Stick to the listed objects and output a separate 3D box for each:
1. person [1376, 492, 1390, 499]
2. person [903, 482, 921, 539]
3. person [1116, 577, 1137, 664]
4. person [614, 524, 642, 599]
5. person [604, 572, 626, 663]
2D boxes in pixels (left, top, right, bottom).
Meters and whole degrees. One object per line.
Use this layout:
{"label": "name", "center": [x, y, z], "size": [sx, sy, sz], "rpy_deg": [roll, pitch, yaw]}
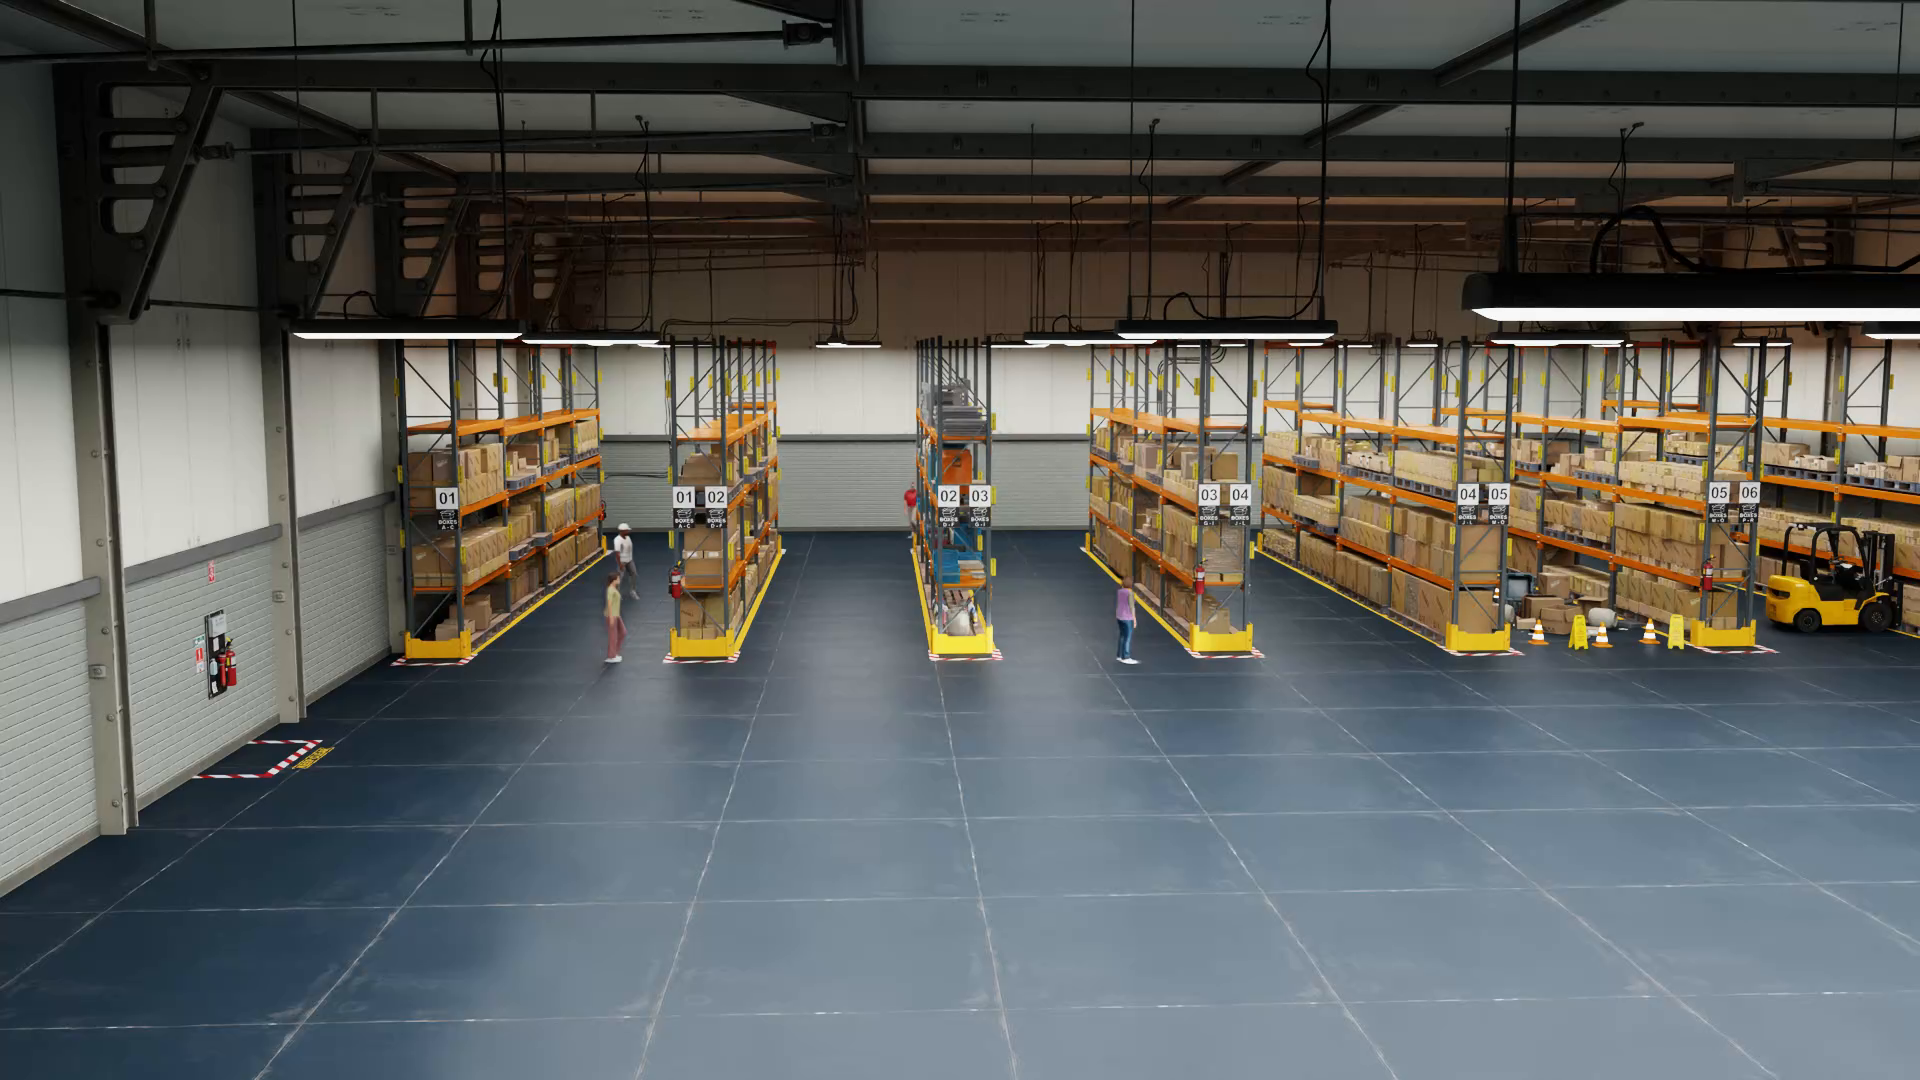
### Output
{"label": "person", "center": [12.895, -0.960, 50.957], "size": [0.466, 1.802, 0.543], "rpy_deg": [-3, 7, -22]}
{"label": "person", "center": [-1.454, -0.883, 50.655], "size": [0.519, 1.767, 0.510], "rpy_deg": [5, 8, 38]}
{"label": "person", "center": [3.051, 1.496, 30.579], "size": [0.332, 1.660, 0.505], "rpy_deg": [-4, 8, -33]}
{"label": "person", "center": [-7.730, 0.513, 38.317], "size": [0.451, 1.809, 0.674], "rpy_deg": [4, 8, 30]}
{"label": "person", "center": [-6.399, 1.425, 30.682], "size": [0.380, 1.670, 0.578], "rpy_deg": [0, 6, 2]}
